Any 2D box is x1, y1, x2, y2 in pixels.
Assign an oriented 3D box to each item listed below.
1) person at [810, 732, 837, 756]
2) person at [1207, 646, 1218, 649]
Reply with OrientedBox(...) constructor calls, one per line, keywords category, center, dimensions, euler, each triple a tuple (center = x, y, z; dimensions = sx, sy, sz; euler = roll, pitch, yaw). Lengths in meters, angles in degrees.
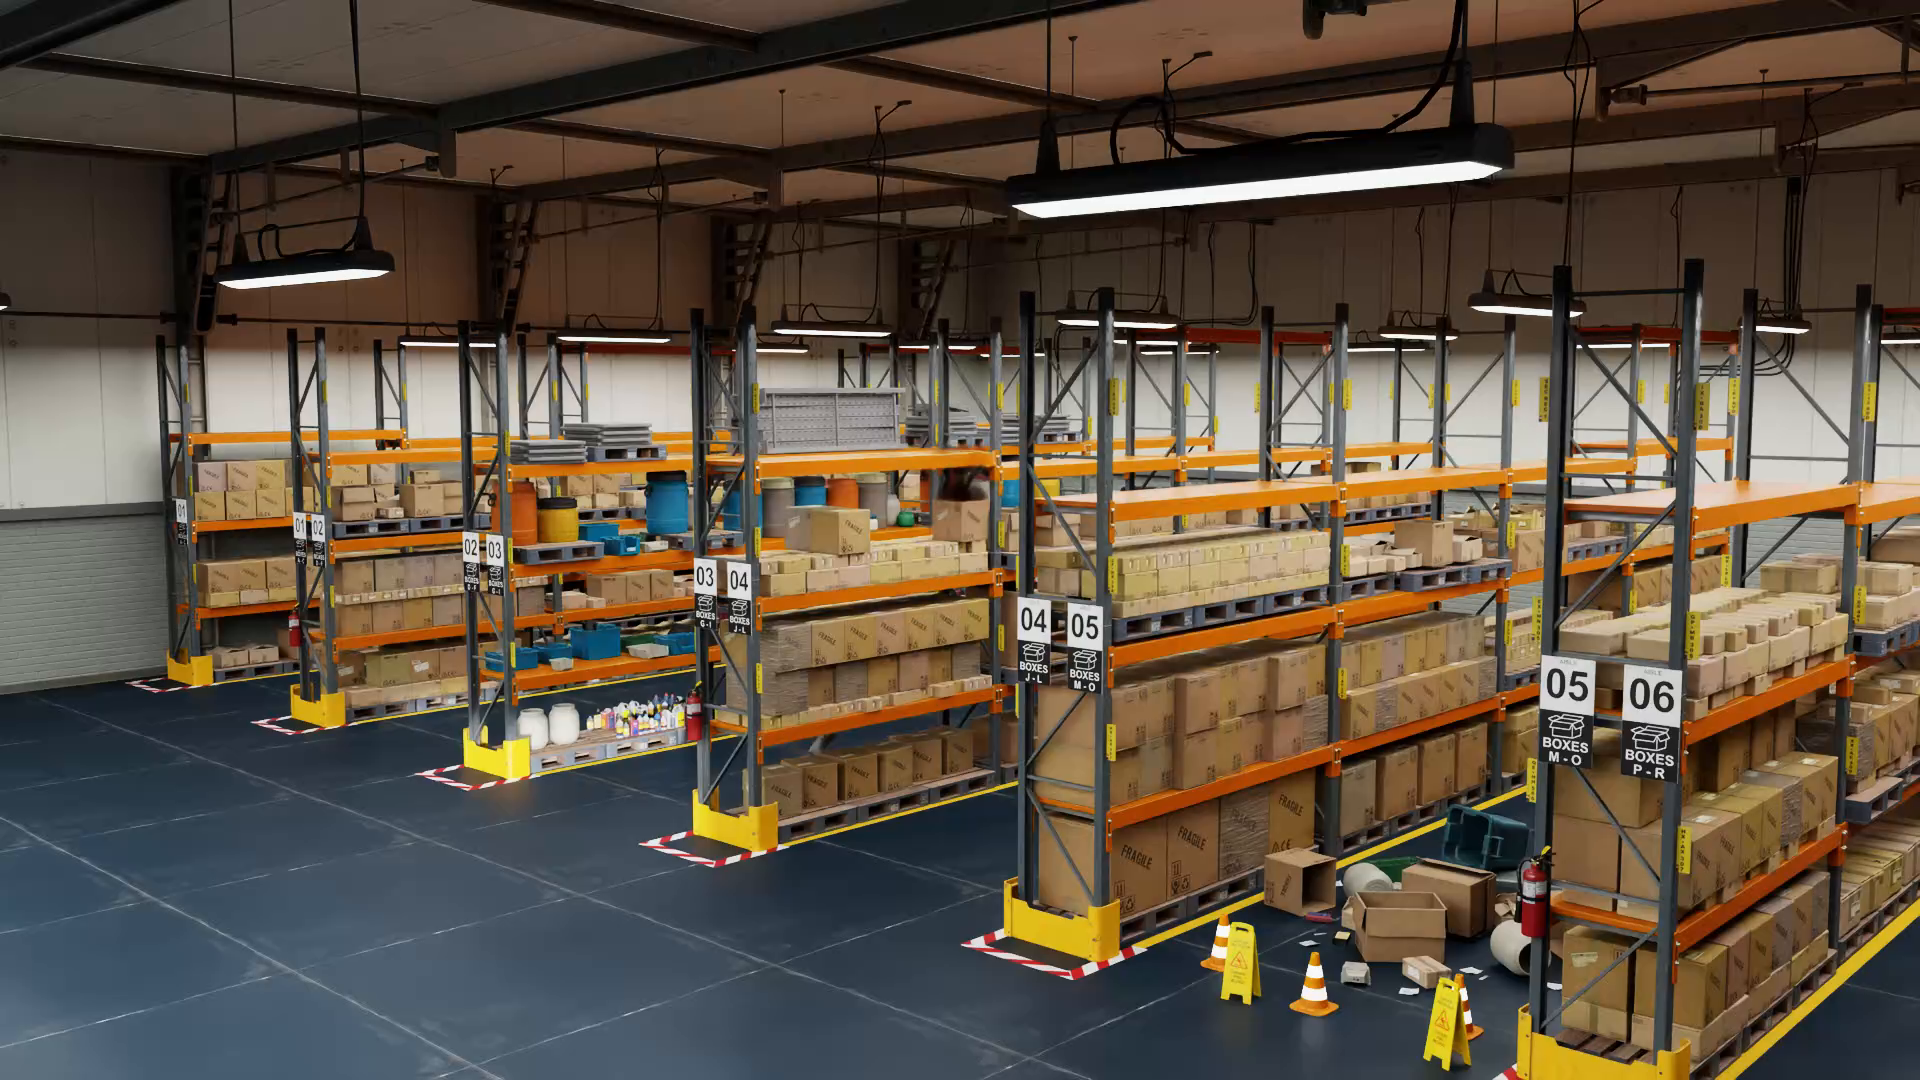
OrientedBox(category="person", center=(-1.822, 2.316, 21.899), dimensions=(0.439, 1.562, 0.469), euler=(-1, 5, -12))
OrientedBox(category="person", center=(3.277, 2.196, 22.524), dimensions=(1.007, 1.726, 0.671), euler=(-5, 7, -43))
